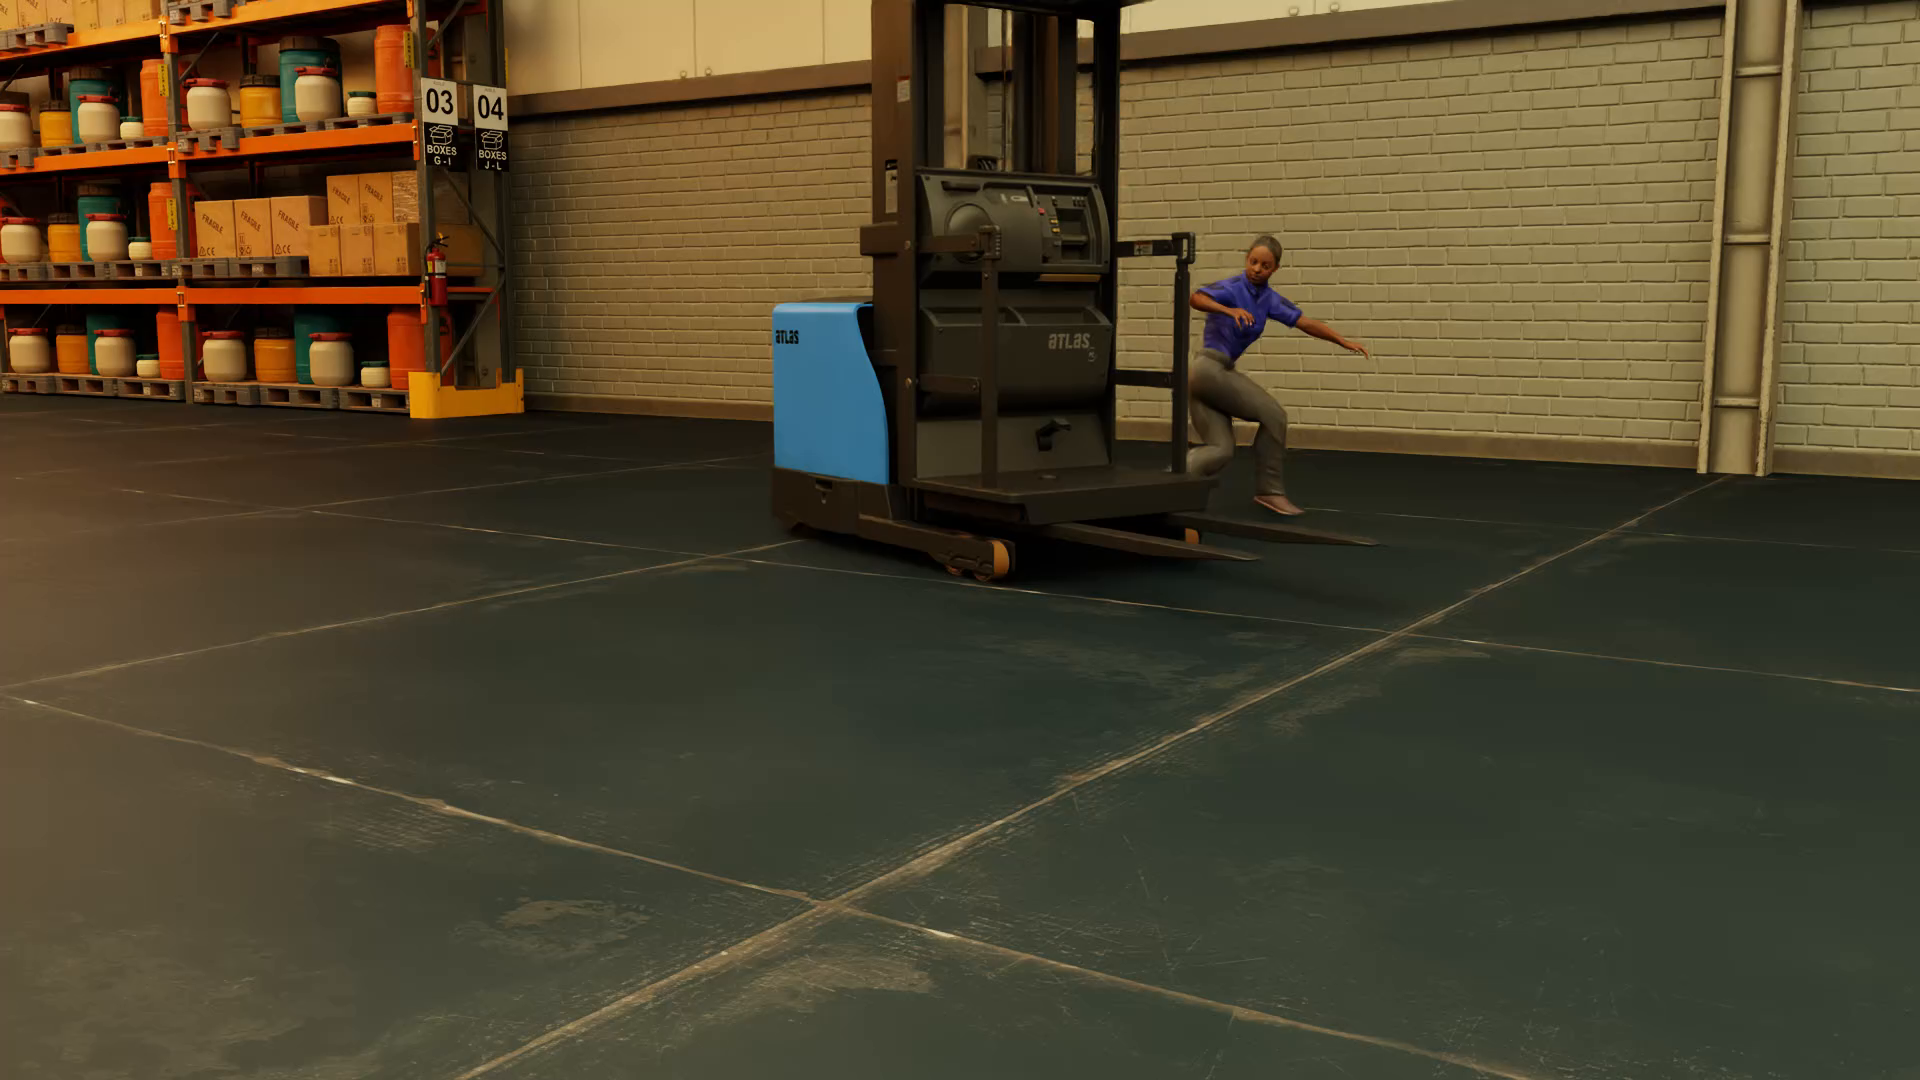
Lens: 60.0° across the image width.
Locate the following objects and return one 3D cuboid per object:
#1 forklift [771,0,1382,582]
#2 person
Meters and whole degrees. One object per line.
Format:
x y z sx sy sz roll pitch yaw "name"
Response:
0.365 -1.365 6.792 1.130 2.935 3.031 -6 10 -35 "forklift"
1.498 -0.799 8.344 1.088 1.446 0.827 1 8 10 "person"
